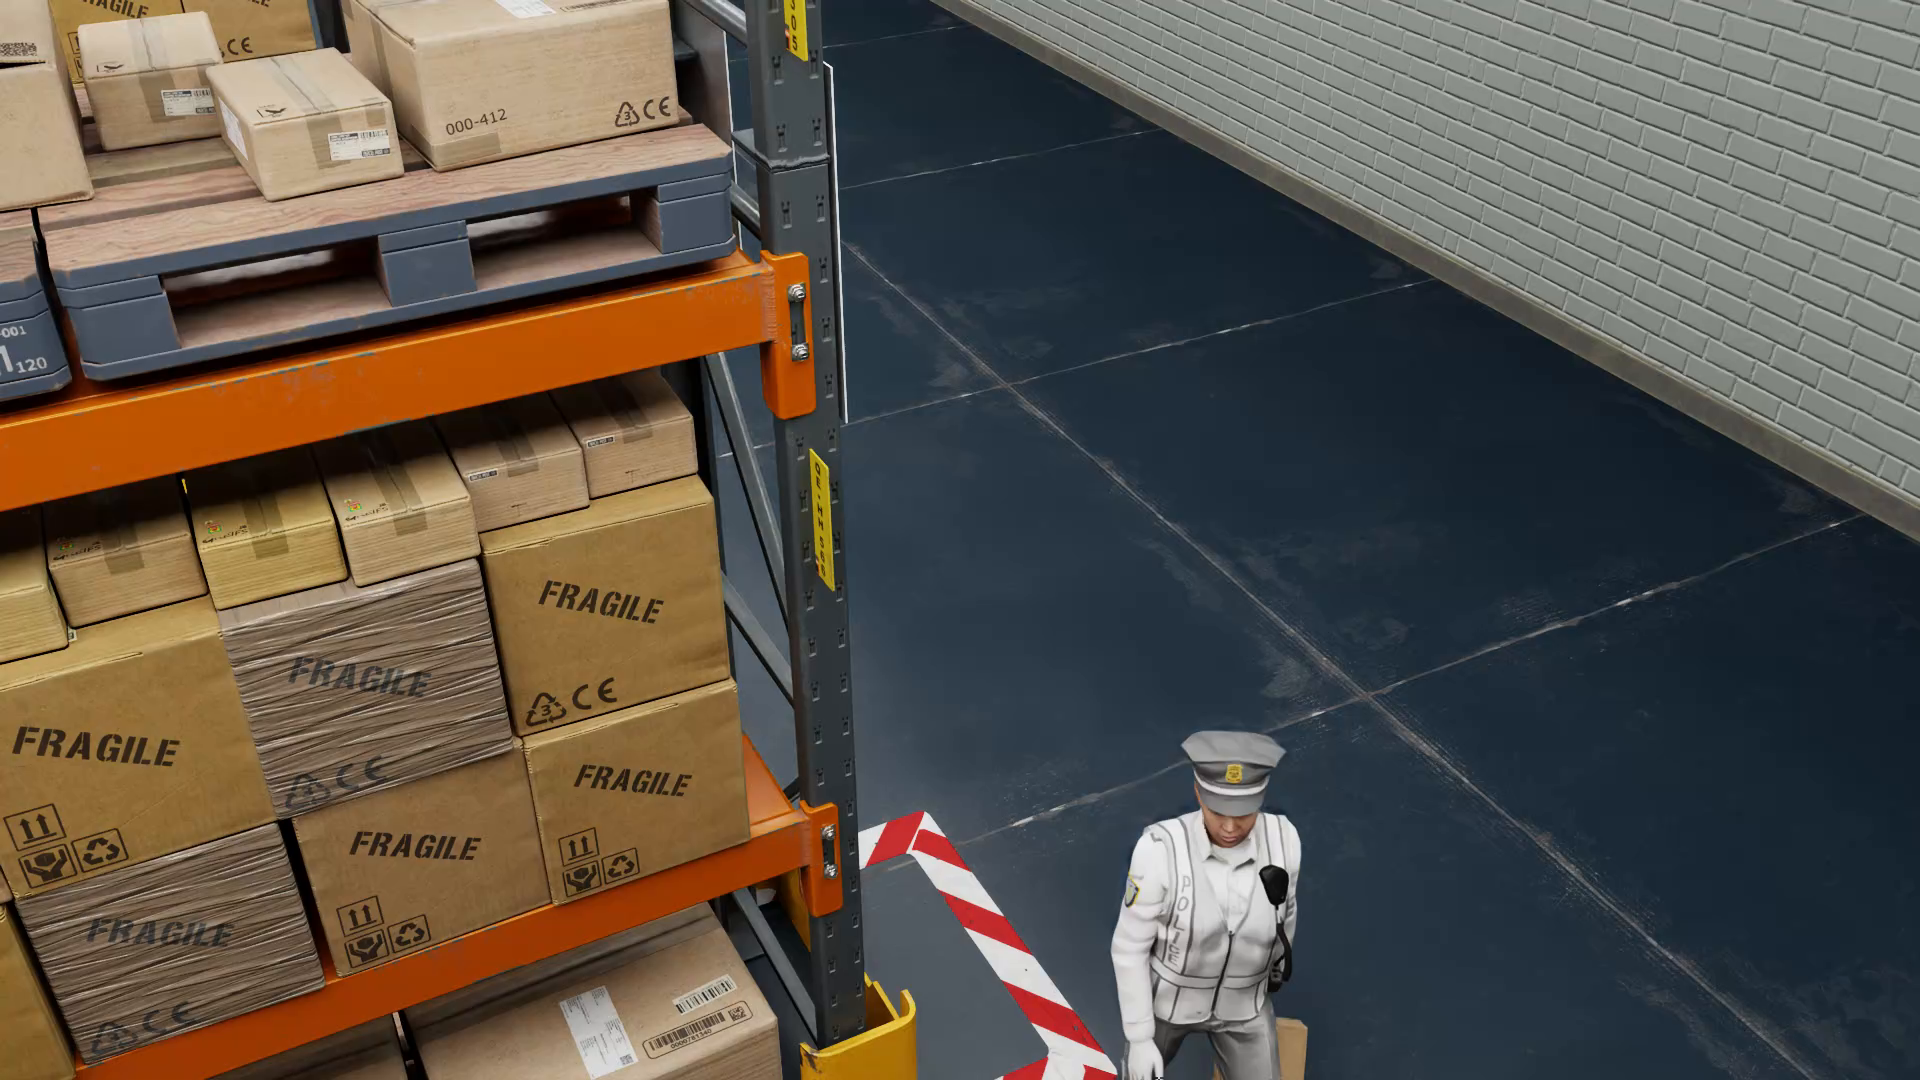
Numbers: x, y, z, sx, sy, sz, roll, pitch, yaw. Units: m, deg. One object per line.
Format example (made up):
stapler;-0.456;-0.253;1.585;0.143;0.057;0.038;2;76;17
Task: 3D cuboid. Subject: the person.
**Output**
person;0.644;1.205;4.262;0.523;1.627;0.974;-3;33;-4
